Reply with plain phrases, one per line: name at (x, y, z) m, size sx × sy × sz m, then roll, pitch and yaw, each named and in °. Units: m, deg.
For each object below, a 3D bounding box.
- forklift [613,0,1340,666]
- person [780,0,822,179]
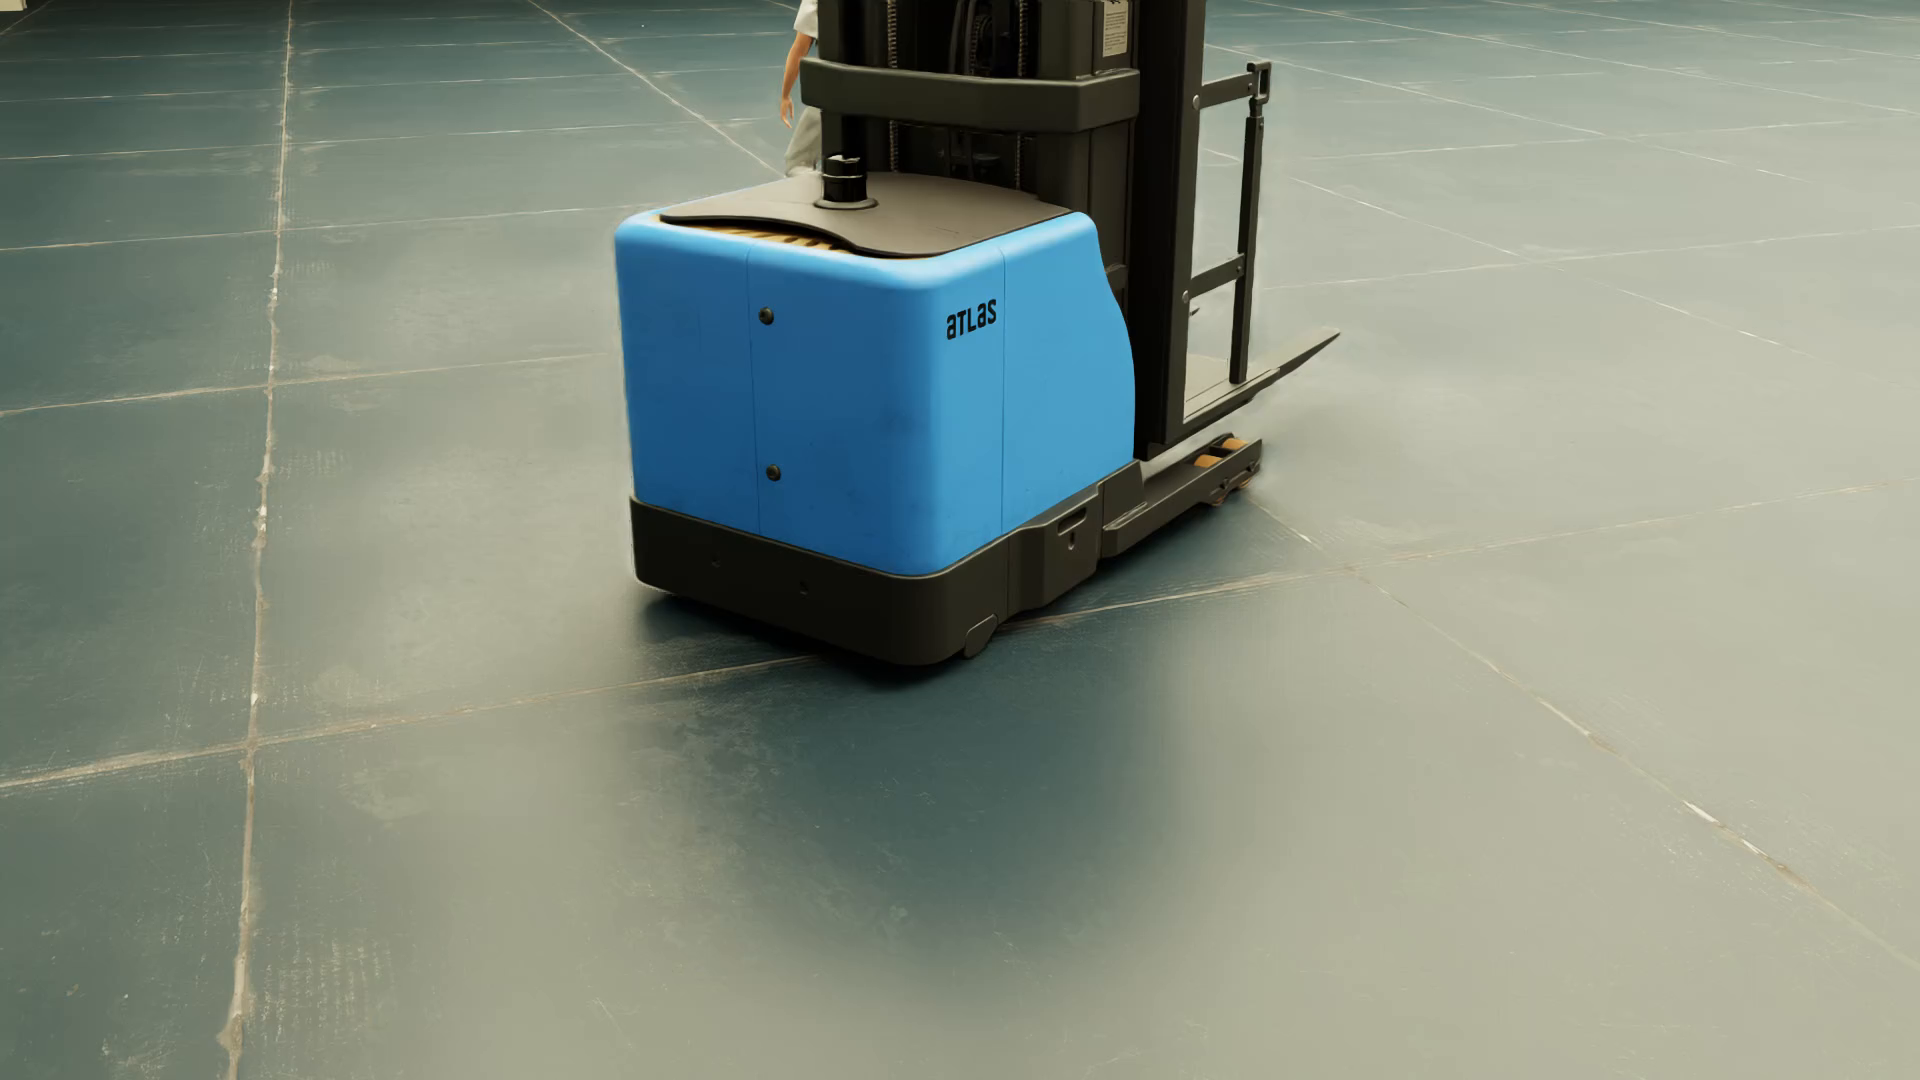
forklift at (0.338, -1.552, 4.990) m, size 1.130 × 2.935 × 3.031 m, roll 15°, pitch 27°, yaw 32°
person at (-0.547, -2.032, 7.779) m, size 0.594 × 1.655 × 0.460 m, roll -12°, pitch 26°, yaw -27°
